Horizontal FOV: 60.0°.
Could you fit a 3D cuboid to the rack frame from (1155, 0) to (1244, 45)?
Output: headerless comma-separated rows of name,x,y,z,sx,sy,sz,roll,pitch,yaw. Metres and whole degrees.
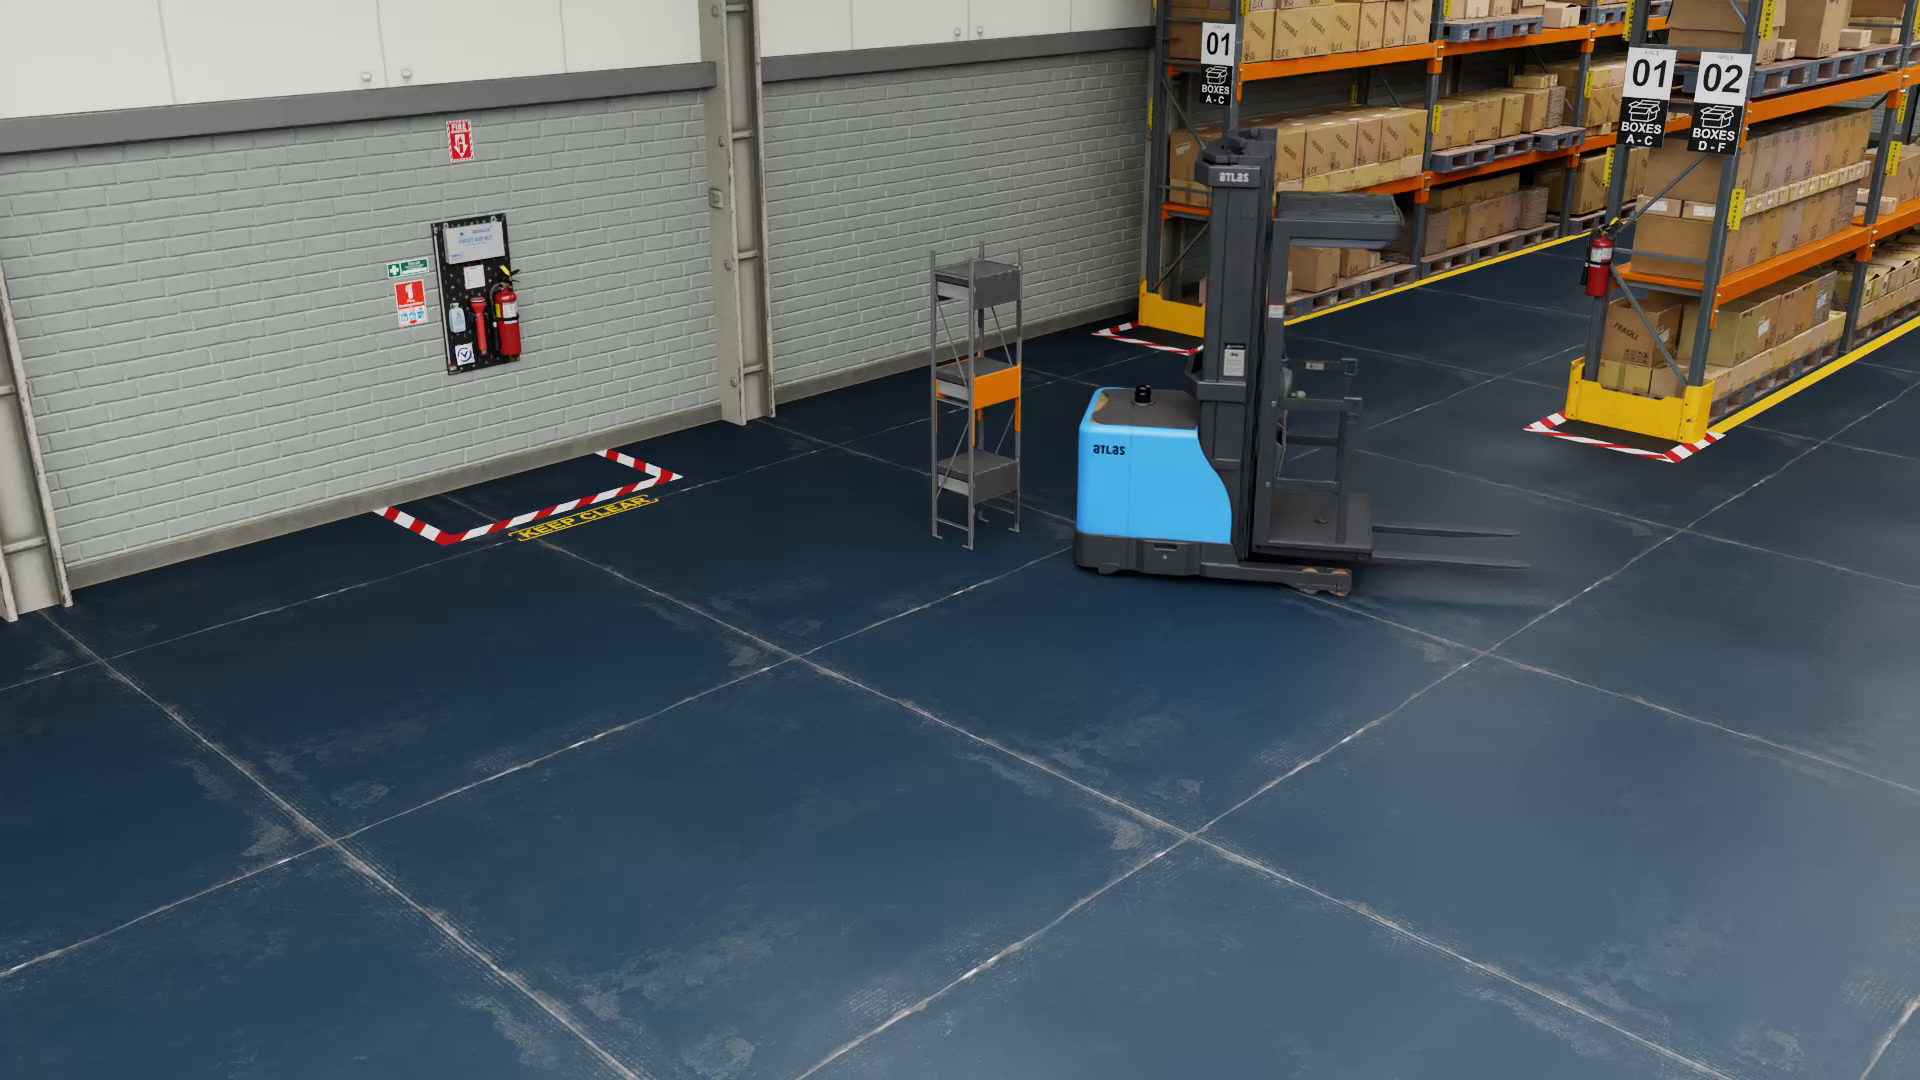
rack frame,2.412,-6.449,16.310,1.000,3.000,0.127,19,28,41

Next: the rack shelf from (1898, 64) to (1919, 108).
rack shelf,10.150,-5.016,17.766,1.077,0.370,4.000,19,28,41

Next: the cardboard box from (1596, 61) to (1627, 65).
cardboard box,9.215,-6.570,23.359,0.500,0.250,0.500,20,28,41

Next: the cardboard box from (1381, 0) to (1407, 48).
cardboard box,4.666,-5.814,18.673,0.500,0.500,0.500,16,26,36

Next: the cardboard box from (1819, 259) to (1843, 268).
cardboard box,9.190,-2.923,17.965,0.500,0.311,0.500,-19,28,-41

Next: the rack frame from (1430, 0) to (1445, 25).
rack frame,5.203,-7.477,18.985,1.000,3.000,0.127,19,28,41

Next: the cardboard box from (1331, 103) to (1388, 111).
cardboard box,4.725,-4.898,19.772,0.500,0.500,0.500,18,28,39

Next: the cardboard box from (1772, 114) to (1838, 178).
cardboard box,7.748,-3.716,15.613,0.700,0.500,0.500,19,28,41

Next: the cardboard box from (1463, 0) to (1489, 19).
cardboard box,6.071,-6.510,20.189,0.500,0.311,0.500,-19,28,-40

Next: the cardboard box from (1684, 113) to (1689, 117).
cardboard box,10.751,-6.467,25.042,0.380,0.149,0.250,20,28,41

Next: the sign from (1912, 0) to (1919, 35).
sign,9.153,-4.978,15.832,0.100,0.325,0.005,19,28,41

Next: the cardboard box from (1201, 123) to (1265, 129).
cardboard box,2.947,-4.239,18.059,0.500,0.500,0.500,-20,29,-41

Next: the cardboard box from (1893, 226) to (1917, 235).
cardboard box,10.969,-3.579,19.671,0.500,0.311,0.500,-19,28,-40

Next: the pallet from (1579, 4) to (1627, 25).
pallet,8.404,-7.196,22.697,1.003,0.211,1.213,-19,28,-40

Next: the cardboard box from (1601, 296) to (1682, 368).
cardboard box,6.125,-1.885,14.999,0.500,0.500,0.500,19,28,41

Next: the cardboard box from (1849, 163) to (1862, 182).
cardboard box,8.545,-3.601,16.218,0.380,0.149,0.250,19,28,40

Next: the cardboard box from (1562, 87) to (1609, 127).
cardboard box,8.515,-5.961,22.820,0.500,0.500,0.500,-19,28,-40

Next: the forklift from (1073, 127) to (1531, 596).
forklift,2.353,-1.204,11.120,3.031,2.935,1.130,4,21,10

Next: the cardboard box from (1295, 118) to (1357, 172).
cardboard box,4.029,-4.377,18.417,0.500,0.500,0.500,-19,28,-40

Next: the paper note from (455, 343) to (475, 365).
paper note,-3.829,-1.438,12.861,0.016,0.148,0.142,19,28,41

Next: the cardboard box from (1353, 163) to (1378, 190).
cardboard box,4.396,-4.159,18.896,0.500,0.250,0.500,19,28,40

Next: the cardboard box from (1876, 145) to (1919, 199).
cardboard box,10.386,-4.077,18.362,0.500,0.500,0.500,17,27,38

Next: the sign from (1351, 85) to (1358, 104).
sign,4.803,-5.355,20.212,0.100,0.325,0.005,19,28,41

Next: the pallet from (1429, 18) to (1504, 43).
pallet,5.710,-6.121,19.900,1.213,0.211,1.003,19,28,41

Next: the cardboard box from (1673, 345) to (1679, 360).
cardboard box,6.467,-1.666,15.474,0.500,0.250,0.500,19,28,41

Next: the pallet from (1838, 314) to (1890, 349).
pallet,9.241,-2.335,17.856,1.003,0.211,1.213,19,28,41

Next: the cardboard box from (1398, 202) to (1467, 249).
cardboard box,6.029,-4.054,21.312,0.700,0.500,0.500,19,28,40

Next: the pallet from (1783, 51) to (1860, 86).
pallet,7.327,-4.259,14.916,1.003,0.211,1.213,19,28,41

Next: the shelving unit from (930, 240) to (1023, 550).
shelving unit,0.115,-1.023,11.809,0.431,2.100,0.503,19,28,41

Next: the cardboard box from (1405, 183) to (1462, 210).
cardboard box,6.009,-4.373,21.096,0.500,0.250,0.500,19,28,40

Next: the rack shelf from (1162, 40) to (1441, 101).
rack shelf,3.808,-5.227,18.314,1.077,0.370,4.000,19,28,41

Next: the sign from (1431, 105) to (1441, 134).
sign,5.597,-4.947,19.558,0.100,0.325,0.005,19,28,41

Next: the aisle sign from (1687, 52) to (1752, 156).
aisle sign,6.138,-3.530,13.453,0.394,0.787,0.004,19,28,41

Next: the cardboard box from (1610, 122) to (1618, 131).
cardboard box,9.079,-5.898,23.560,0.250,0.149,0.380,-19,28,-41

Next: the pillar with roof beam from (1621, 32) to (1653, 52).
pillar with roof beam,13.737,-8.852,22.563,9.100,9.000,0.400,19,28,41

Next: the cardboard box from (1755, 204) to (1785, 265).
cardboard box,7.012,-2.835,15.131,0.700,0.500,0.500,19,28,41

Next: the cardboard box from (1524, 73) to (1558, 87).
cardboard box,7.774,-6.164,22.273,0.380,0.149,0.250,15,26,34

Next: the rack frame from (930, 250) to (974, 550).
rack frame,-0.055,-0.960,11.645,0.400,2.100,0.015,19,28,41

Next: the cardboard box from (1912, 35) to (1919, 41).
cardboard box,9.573,-5.262,17.026,0.500,0.250,0.500,16,26,36

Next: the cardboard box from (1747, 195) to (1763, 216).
cardboard box,6.749,-2.938,14.495,0.380,0.149,0.250,19,28,41

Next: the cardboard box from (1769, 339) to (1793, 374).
cardboard box,7.545,-1.790,15.797,0.500,0.250,0.500,19,28,41

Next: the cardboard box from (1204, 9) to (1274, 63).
cardboard box,2.825,-5.128,16.887,0.500,0.500,0.500,-19,28,-41

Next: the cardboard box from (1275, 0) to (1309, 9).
cardboard box,3.241,-5.726,17.049,0.500,0.500,0.500,19,28,40

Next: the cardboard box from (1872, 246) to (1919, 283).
cardboard box,10.293,-3.052,18.298,0.500,0.311,0.500,-19,28,-41

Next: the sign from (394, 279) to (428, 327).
sign,-4.116,-1.777,12.468,0.001,0.329,0.234,19,28,41

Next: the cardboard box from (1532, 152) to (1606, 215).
cardboard box,8.600,-5.054,23.453,0.750,0.750,0.750,19,28,40

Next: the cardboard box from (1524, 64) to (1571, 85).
cardboard box,8.124,-6.431,22.999,0.500,0.250,0.500,-19,28,-41

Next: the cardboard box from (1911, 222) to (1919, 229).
cardboard box,12.029,-3.804,20.661,0.500,0.500,0.500,-19,28,-40

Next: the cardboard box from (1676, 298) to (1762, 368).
cardboard box,6.845,-1.883,14.996,0.500,0.500,0.500,19,28,41

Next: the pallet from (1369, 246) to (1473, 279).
pallet,5.745,-3.576,21.083,1.003,0.211,1.213,19,28,41

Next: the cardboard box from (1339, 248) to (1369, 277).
cardboard box,4.507,-3.438,19.710,0.500,0.500,0.500,17,27,37

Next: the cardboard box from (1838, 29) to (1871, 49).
cardboard box,8.109,-4.604,15.260,0.380,0.149,0.250,19,28,41

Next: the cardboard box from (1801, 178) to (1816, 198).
cardboard box,7.648,-3.269,15.355,0.250,0.149,0.380,-19,28,-40

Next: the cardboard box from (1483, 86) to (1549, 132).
cardboard box,7.302,-5.683,21.927,0.700,0.500,0.500,16,26,36
